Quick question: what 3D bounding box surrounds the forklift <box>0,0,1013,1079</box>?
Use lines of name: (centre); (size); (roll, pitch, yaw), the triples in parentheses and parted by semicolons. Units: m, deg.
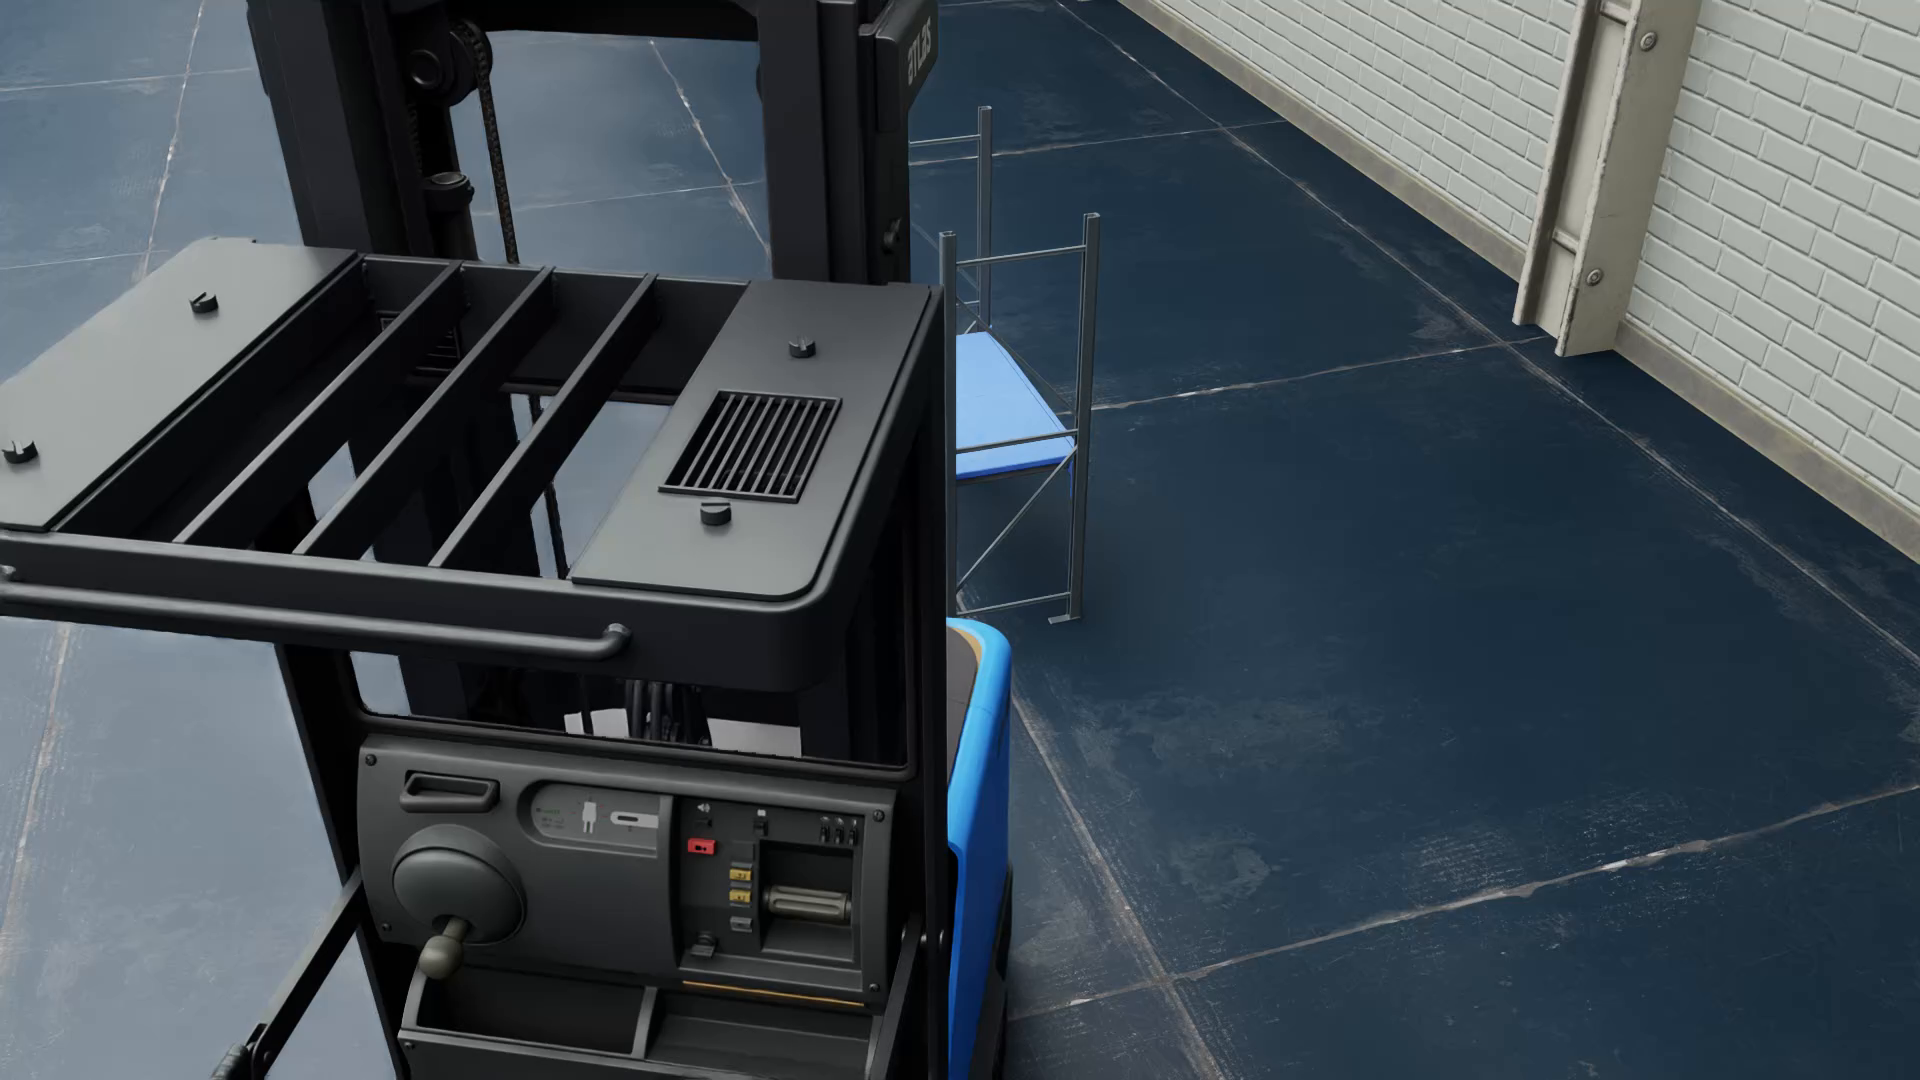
forklift: (-0.603, 0.630, 2.639); (1.130, 2.935, 3.031); (5, 34, 8)

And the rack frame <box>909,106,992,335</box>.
rack frame: (-0.129, -0.848, 6.173); (0.500, 1.500, 0.032); (-10, 35, -15)

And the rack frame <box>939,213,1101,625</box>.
rack frame: (0.181, -0.314, 5.365); (0.500, 1.500, 0.032); (-10, 35, -15)

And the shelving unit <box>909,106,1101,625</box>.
shelving unit: (0.026, -0.581, 5.769); (0.538, 1.500, 1.048); (-10, 35, -15)

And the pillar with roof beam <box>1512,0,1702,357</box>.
pillar with roof beam: (-1.303, -3.984, 4.116); (9.100, 9.000, 0.400); (-10, 35, -15)

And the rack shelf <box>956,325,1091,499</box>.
rack shelf: (0.026, -0.431, 5.868); (0.538, 0.185, 1.000); (-10, 35, -15)
